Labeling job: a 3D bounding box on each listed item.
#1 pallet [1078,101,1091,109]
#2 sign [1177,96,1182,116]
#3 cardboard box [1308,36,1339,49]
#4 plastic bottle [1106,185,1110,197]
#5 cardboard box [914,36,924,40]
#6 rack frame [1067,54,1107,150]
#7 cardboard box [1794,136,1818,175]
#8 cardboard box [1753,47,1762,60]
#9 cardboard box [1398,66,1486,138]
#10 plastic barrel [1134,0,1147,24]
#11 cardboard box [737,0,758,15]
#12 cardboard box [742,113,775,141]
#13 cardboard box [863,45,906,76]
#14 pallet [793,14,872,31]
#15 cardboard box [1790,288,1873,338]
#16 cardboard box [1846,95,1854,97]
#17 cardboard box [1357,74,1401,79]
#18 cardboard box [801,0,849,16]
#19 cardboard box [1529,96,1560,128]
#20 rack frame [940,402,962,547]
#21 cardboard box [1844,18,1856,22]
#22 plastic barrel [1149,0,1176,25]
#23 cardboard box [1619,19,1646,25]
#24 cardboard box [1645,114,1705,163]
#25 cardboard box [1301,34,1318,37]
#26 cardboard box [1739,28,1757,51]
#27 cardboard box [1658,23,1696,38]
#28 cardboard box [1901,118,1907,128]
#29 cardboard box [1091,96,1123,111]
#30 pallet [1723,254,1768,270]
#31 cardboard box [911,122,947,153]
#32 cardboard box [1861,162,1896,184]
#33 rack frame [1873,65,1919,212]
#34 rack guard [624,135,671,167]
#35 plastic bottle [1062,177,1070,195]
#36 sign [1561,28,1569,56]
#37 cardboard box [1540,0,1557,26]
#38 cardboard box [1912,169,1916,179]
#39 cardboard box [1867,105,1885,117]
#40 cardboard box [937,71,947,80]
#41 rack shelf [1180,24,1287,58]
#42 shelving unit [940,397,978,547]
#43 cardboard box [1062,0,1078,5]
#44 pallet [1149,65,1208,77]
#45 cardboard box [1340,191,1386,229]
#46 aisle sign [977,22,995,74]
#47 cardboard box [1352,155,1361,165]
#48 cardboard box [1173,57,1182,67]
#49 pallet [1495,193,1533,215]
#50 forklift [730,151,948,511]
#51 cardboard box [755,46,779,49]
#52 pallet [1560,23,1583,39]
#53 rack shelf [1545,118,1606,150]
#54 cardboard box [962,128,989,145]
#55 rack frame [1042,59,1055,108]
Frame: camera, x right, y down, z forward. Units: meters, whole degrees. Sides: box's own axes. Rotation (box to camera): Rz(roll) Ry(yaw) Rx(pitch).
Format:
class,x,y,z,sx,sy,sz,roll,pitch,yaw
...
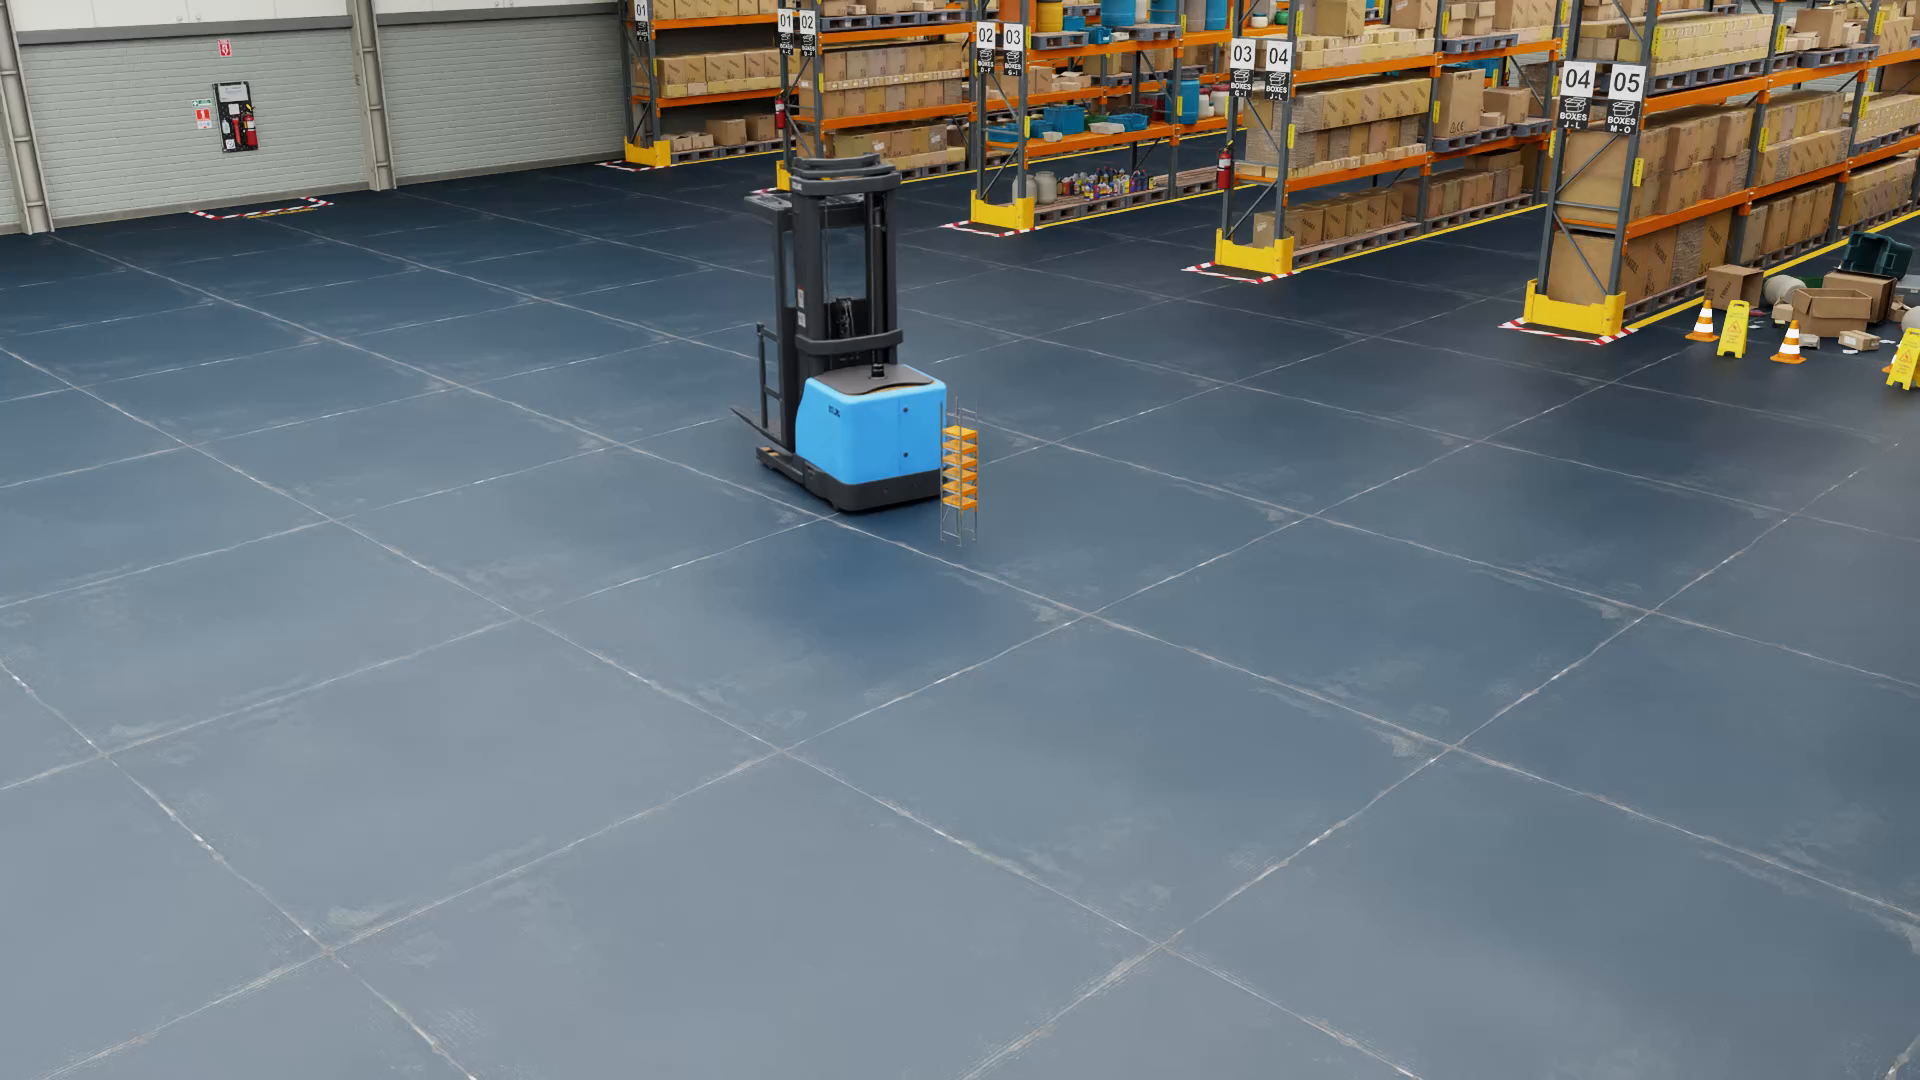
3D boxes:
class,x,y,z,sx,sy,sz,roll,pitch,yaw
pallet,3.389,-11.357,43.190,1.003,0.211,1.213,19,28,41
sign,3.855,-7.620,29.195,0.100,0.325,0.005,19,28,41
cardboard box,5.163,-7.083,23.657,0.250,0.149,0.380,-19,28,-40
plastic bottle,2.544,-6.030,28.731,0.097,0.201,0.097,0,21,0
cardboard box,-1.059,-11.598,38.273,0.380,0.149,0.250,15,26,34
rack frame,2.712,-9.900,35.514,1.000,3.000,0.127,19,28,41
cardboard box,12.116,-5.627,24.257,0.500,0.500,0.500,-20,28,-41
cardboard box,10.299,-6.412,21.881,0.250,0.149,0.380,-20,28,-41
cardboard box,7.671,-7.037,26.643,1.000,1.000,1.000,19,28,41
plastic barrel,3.027,-9.218,28.817,0.421,0.512,0.421,0,21,0
cardboard box,-4.527,-11.097,34.278,0.500,0.500,0.500,18,27,39
cardboard box,-4.325,-8.873,35.711,0.500,0.500,0.500,17,27,37
cardboard box,-1.433,-9.022,31.280,0.700,0.500,0.500,19,28,41
pallet,-2.357,-9.378,30.097,1.003,0.211,1.213,19,28,41
cardboard box,10.738,-2.803,20.528,0.797,0.503,0.637,2,21,4
cardboard box,14.930,-7.349,27.812,0.380,0.149,0.250,19,28,40
cardboard box,6.521,-6.992,25.999,0.500,0.500,0.500,19,28,41
cardboard box,-2.465,-9.700,29.888,0.637,0.503,0.797,-18,27,-38
cardboard box,10.341,-7.524,29.191,0.500,0.500,0.500,-19,28,-40
rack frame,-0.074,-0.533,13.650,0.240,1.200,0.006,19,28,41
cardboard box,13.507,-7.810,25.755,0.500,0.500,0.500,19,28,41
plastic barrel,3.667,-9.451,29.464,0.600,0.901,0.708,19,28,41
cardboard box,8.410,-6.426,20.808,0.380,0.149,0.250,19,28,41
cardboard box,9.078,-5.199,21.568,0.875,0.550,0.500,19,28,41
cardboard box,4.994,-7.268,24.136,0.380,0.149,0.250,20,28,41
cardboard box,9.988,-6.516,21.596,0.500,0.250,0.500,19,28,40
cardboard box,8.701,-6.195,20.206,0.380,0.149,0.250,20,28,41
cardboard box,15.415,-6.913,27.507,0.380,0.149,0.250,17,27,38
cardboard box,3.233,-9.604,36.568,0.500,0.250,0.500,-19,28,-40
pallet,10.984,-4.040,24.154,1.003,0.211,1.213,19,28,41
cardboard box,-0.602,-7.835,32.343,0.500,0.500,0.500,19,28,41
cardboard box,15.016,-6.037,27.316,0.500,0.250,0.500,18,27,38
rack frame,16.081,-7.181,28.438,1.000,3.000,0.127,19,28,41
rack guard,-6.367,-7.936,33.886,1.175,0.500,0.348,19,28,41
plastic bottle,1.840,-6.177,29.010,0.152,0.276,0.135,20,28,41
sign,7.331,-6.012,20.093,0.100,0.325,0.005,19,28,41
cardboard box,9.654,-8.915,27.933,0.500,0.500,0.500,-19,28,-41
cardboard box,16.470,-6.361,28.863,0.250,0.149,0.380,-19,28,-40
cardboard box,14.484,-6.849,26.511,0.250,0.149,0.380,-19,28,-40
cardboard box,-0.469,-8.967,32.042,0.380,0.149,0.250,18,28,39
rack shelf,4.863,-9.210,30.539,1.077,0.370,4.000,19,28,41
shelving unit,-0.010,-0.556,13.711,0.258,1.200,0.189,19,28,41
cardboard box,2.083,-11.157,34.225,0.500,0.250,0.500,-19,28,-41
pallet,4.867,-10.661,37.760,1.003,0.211,1.213,19,28,41
cardboard box,6.315,-5.179,26.129,0.500,0.500,0.500,-11,23,-25
aisle sign,0.415,-7.873,26.614,0.394,0.787,0.004,19,28,41
cardboard box,5.791,-5.719,24.984,0.380,0.149,0.250,19,28,41
cardboard box,4.578,-10.913,37.423,0.500,0.500,0.700,-15,26,-34
pallet,9.261,-5.918,29.039,1.003,0.211,1.213,19,28,41
forklift,-1.279,-2.103,15.321,1.130,2.935,3.031,-12,24,-28
cardboard box,-4.108,-10.332,35.772,0.500,0.500,0.500,18,28,39
pallet,10.218,-8.911,29.022,1.003,0.211,1.213,-19,28,-40
rack shelf,11.203,-7.598,30.527,1.077,0.370,4.000,19,28,41
cardboard box,0.389,-8.090,33.270,0.500,0.311,0.500,19,28,41
rack frame,1.951,-12.168,41.412,1.000,3.000,0.127,19,28,41
